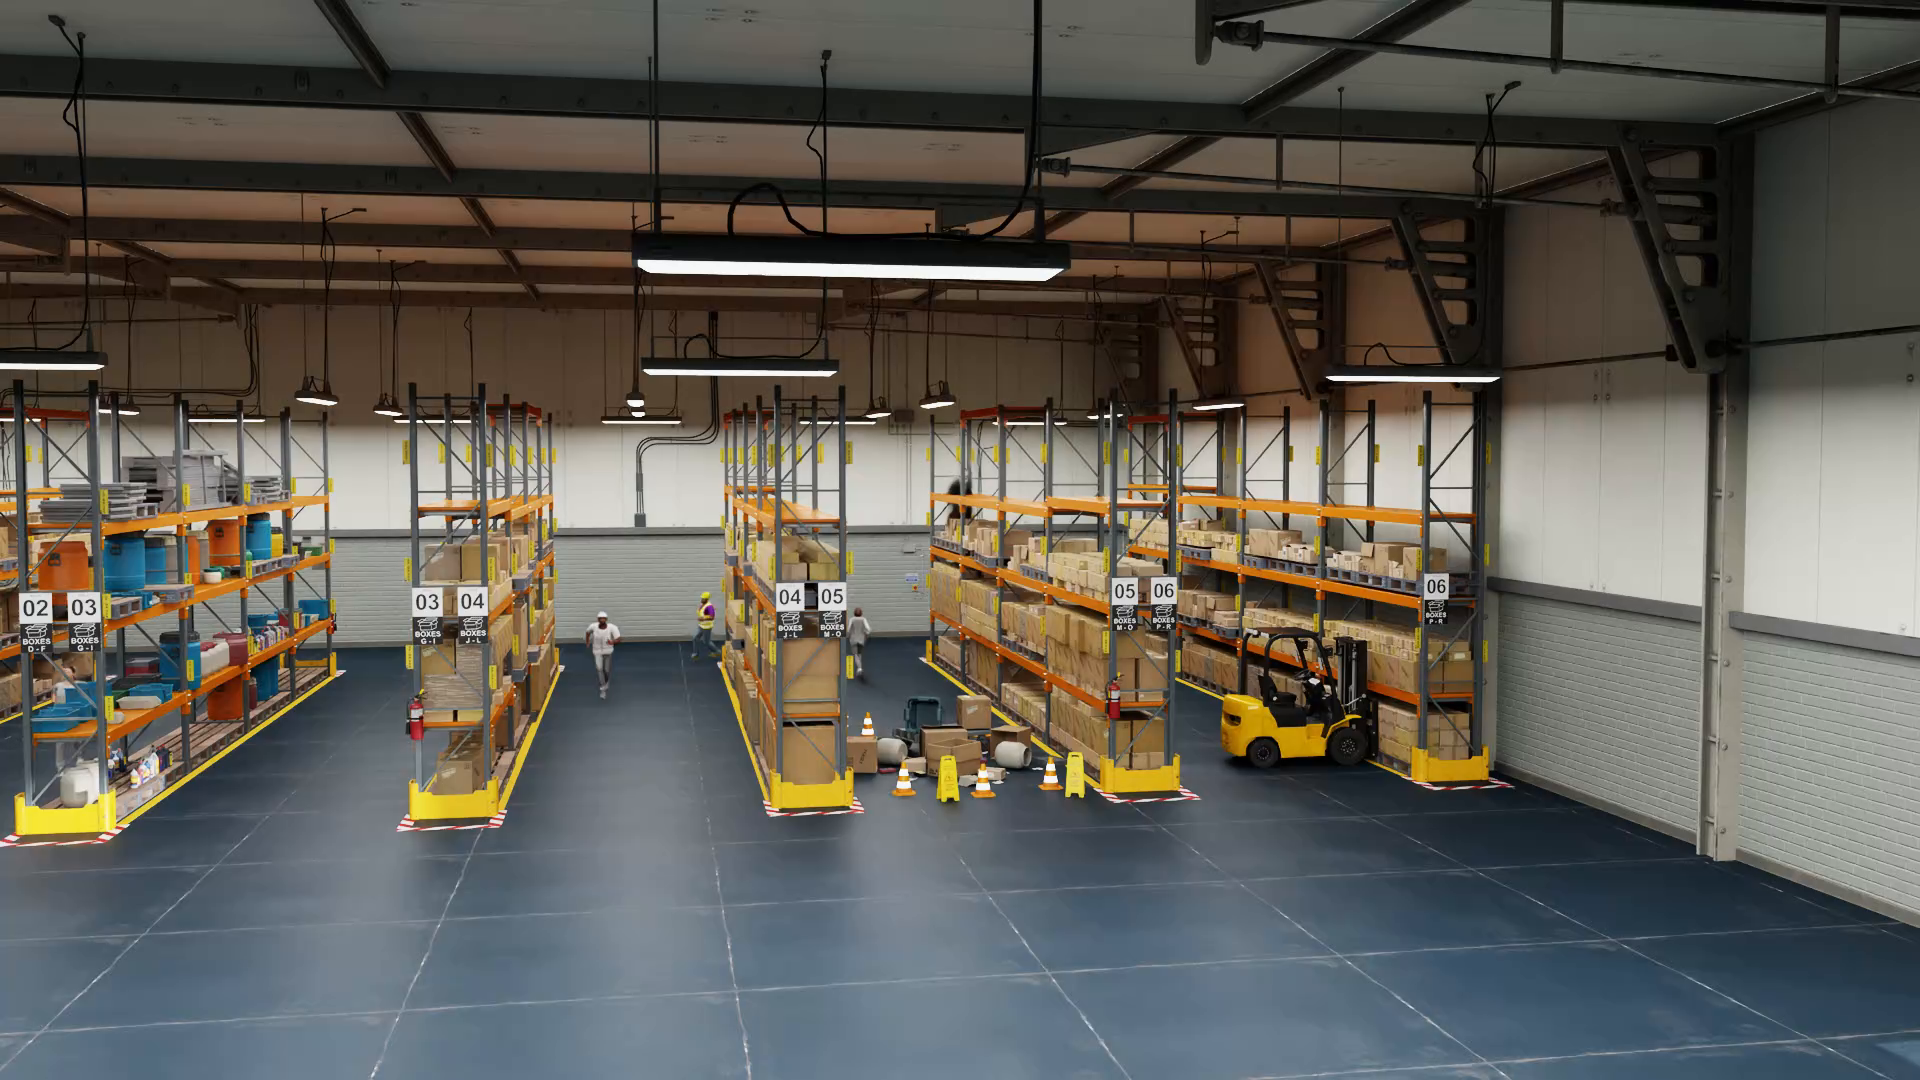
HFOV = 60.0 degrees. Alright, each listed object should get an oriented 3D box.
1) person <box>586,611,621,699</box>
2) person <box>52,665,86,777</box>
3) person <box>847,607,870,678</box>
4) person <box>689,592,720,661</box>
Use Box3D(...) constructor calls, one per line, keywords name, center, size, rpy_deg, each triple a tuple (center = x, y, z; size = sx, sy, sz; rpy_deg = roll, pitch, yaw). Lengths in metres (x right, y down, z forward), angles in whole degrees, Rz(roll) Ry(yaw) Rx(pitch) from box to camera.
Box3D(name="person", center=(-7.431, 2.367, 34.649), size=(0.729, 1.782, 1.017), rpy_deg=(0, 3, -8))
Box3D(name="person", center=(-14.048, 2.814, 26.216), size=(0.553, 1.685, 0.922), rpy_deg=(-1, 3, -14))
Box3D(name="person", center=(-2.279, 2.317, 37.178), size=(0.535, 1.616, 0.767), rpy_deg=(-1, 3, -13))
Box3D(name="person", center=(-6.132, 2.133, 40.432), size=(0.800, 1.765, 0.814), rpy_deg=(-2, 3, -33))
